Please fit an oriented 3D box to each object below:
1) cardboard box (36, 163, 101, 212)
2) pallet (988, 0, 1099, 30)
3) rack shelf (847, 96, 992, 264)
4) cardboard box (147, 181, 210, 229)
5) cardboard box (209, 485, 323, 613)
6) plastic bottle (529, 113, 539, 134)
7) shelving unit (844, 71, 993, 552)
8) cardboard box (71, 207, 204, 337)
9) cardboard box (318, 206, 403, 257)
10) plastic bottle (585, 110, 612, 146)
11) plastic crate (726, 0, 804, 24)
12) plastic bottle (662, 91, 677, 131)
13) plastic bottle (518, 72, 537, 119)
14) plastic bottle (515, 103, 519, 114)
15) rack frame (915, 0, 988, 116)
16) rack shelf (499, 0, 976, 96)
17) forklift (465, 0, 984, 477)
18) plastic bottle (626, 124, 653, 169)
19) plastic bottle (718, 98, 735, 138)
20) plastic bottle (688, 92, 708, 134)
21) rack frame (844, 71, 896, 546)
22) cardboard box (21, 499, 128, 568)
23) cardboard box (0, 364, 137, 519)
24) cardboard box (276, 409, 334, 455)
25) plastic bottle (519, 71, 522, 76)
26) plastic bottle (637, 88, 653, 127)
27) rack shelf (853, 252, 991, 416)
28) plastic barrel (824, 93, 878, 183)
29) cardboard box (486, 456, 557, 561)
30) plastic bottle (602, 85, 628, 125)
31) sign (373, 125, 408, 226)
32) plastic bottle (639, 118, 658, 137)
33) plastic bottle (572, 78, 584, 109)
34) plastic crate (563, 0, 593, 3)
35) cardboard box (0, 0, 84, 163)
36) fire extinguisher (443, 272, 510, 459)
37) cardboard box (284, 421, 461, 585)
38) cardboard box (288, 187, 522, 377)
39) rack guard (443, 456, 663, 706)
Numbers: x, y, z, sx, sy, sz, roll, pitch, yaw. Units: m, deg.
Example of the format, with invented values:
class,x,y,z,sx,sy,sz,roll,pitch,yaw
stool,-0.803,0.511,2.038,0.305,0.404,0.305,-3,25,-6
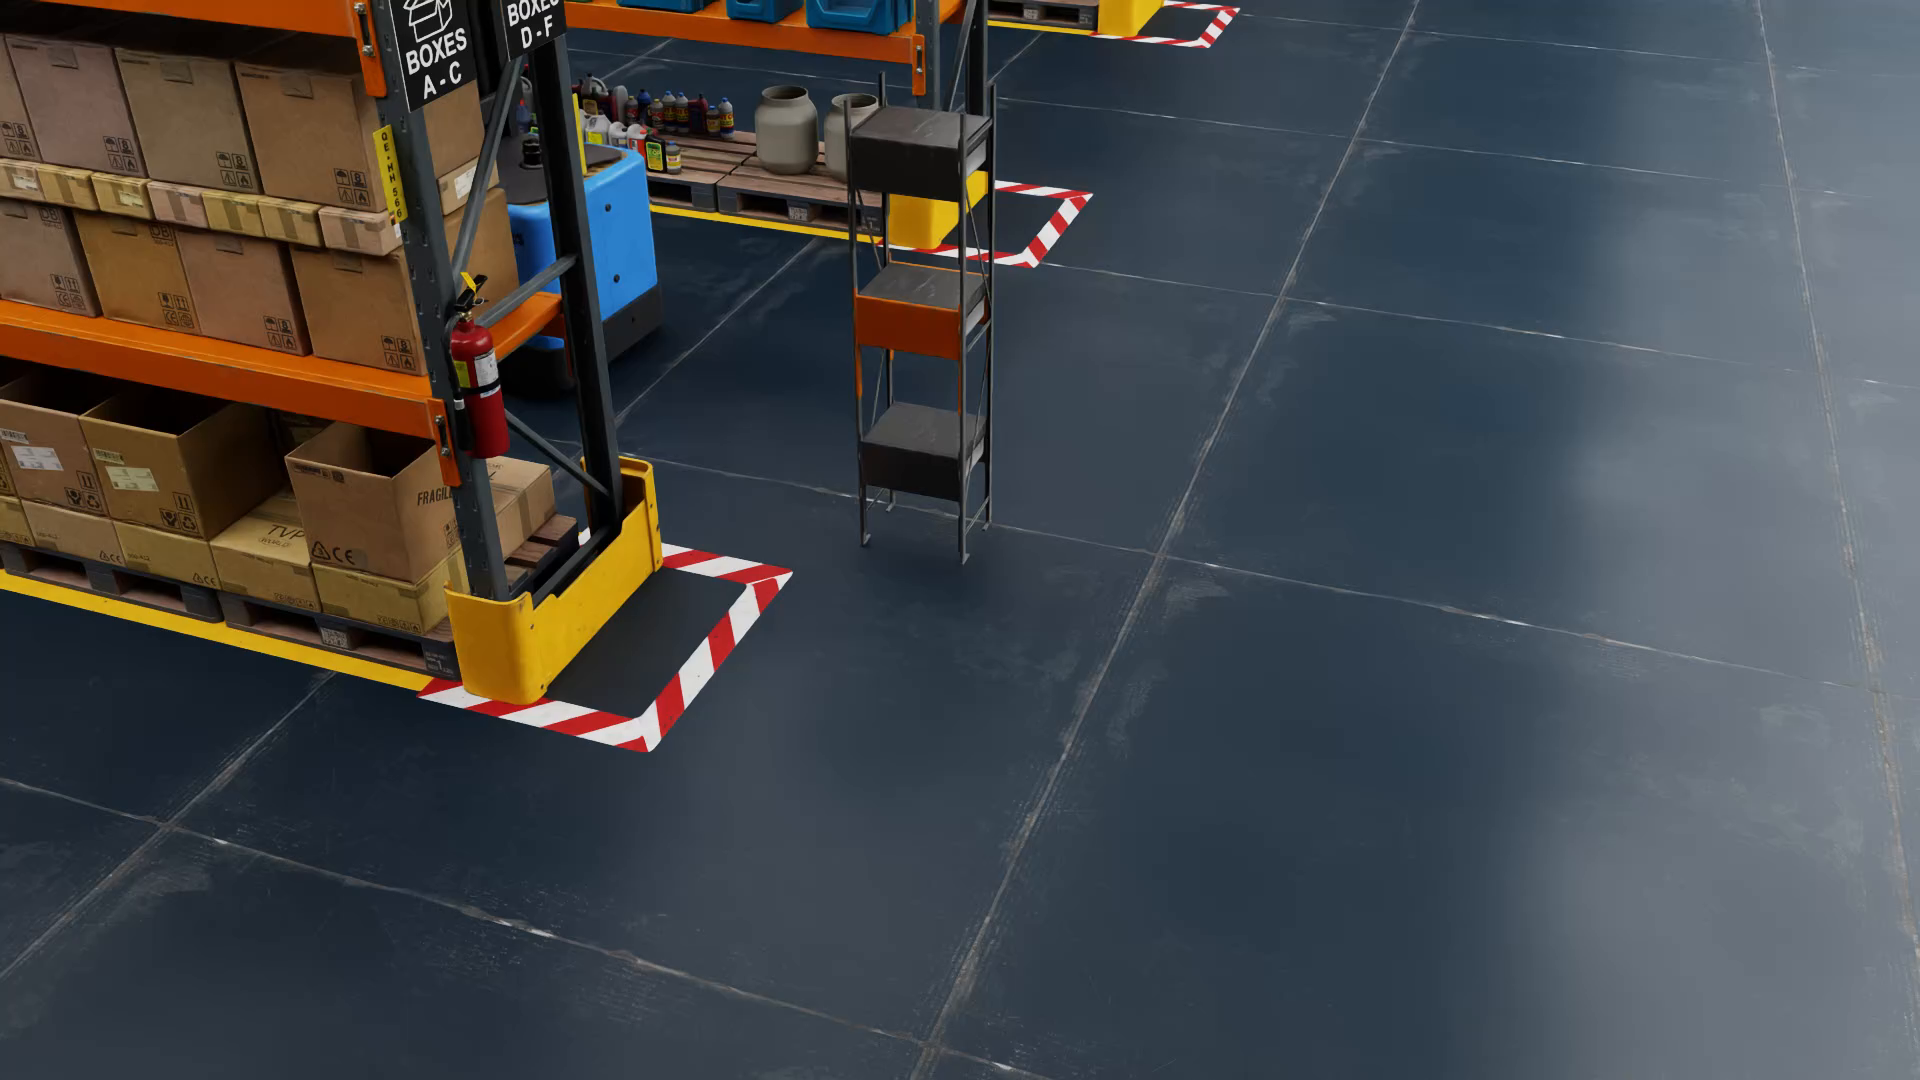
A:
class,x,y,z,sx,sy,sz,roll,pitch,yaw
cardboard box,-3.361,-1.439,6.523,0.250,0.149,0.380,12,35,18
pallet,0.803,-4.982,15.272,1.213,0.211,1.003,11,34,16
rack shelf,-0.156,-1.489,6.855,0.480,0.518,0.431,11,34,16
cardboard box,-2.866,-1.344,6.375,0.250,0.149,0.380,11,35,17
cardboard box,-2.797,0.031,7.085,0.500,0.250,0.500,11,34,16
plastic bottle,-2.870,-2.774,11.380,0.133,0.283,0.061,13,35,19
shelving unit,-0.158,-0.913,7.228,0.499,2.100,0.431,11,34,16
cardboard box,-3.115,-1.237,6.808,0.500,0.500,0.700,11,35,17
cardboard box,-2.142,-1.203,6.157,0.250,0.149,0.380,10,34,16
plastic bottle,-2.436,-2.742,11.268,0.185,0.351,0.144,12,35,18
plastic crate,-1.225,-3.442,10.453,0.408,0.251,0.499,11,34,16
plastic bottle,-2.062,-3.054,11.825,0.097,0.271,0.097,0,33,0
plastic bottle,-3.154,-3.204,11.983,0.185,0.351,0.144,11,34,16
plastic bottle,-3.140,-2.962,11.609,0.185,0.351,0.144,11,34,16
rack frame,-0.043,-3.444,10.319,0.127,3.000,1.000,11,34,16
rack shelf,-1.926,-3.508,11.081,4.000,0.370,1.077,11,34,16
forklift,-2.217,-2.136,8.357,5.548,2.935,1.623,14,35,20
plastic bottle,-2.148,-2.657,11.205,0.135,0.276,0.152,11,35,17
plastic bottle,-1.645,-2.973,11.700,0.097,0.271,0.097,0,33,0
plastic bottle,-1.852,-3.029,11.775,0.133,0.283,0.061,12,35,17
rack frame,-0.386,-0.957,7.297,0.015,2.100,0.400,11,34,16
cardboard box,-3.739,-0.152,7.368,0.500,0.250,0.500,11,34,16
cardboard box,-3.740,-0.466,7.162,0.500,0.500,0.500,11,34,16
cardboard box,-2.619,-0.554,7.299,0.500,0.500,0.500,11,34,16
plastic bottle,-3.245,-3.300,12.194,0.133,0.283,0.061,13,35,19
plastic bottle,-2.253,-3.092,11.883,0.097,0.271,0.097,0,33,0
rack shelf,-0.156,-0.901,7.235,0.480,0.518,0.431,11,34,16
plastic barrel,-0.689,-2.657,11.006,0.421,0.512,0.421,0,33,0
cardboard box,-2.148,-0.148,7.362,0.500,0.250,0.500,11,34,16
plastic bottle,-2.469,-3.120,11.922,0.135,0.276,0.152,12,35,17
sign,-1.914,-1.227,5.599,0.005,0.325,0.100,11,34,16
plastic bottle,-2.113,-2.714,11.287,0.133,0.283,0.061,11,34,16
plastic bottle,-2.757,-3.205,12.048,0.133,0.283,0.061,13,35,20
plastic crate,-2.626,-3.694,10.902,0.662,0.188,0.450,11,34,16
cardboard box,-3.646,-1.881,6.610,0.500,0.500,0.700,11,34,17
fire extinguisher,-1.763,-0.624,6.022,0.183,0.674,0.296,11,34,16
cardboard box,-2.323,-0.198,6.748,0.500,0.500,0.500,11,34,16
cardboard box,-2.153,-1.049,6.518,0.500,0.500,0.700,11,34,16
rack guard,-1.695,0.139,7.074,0.348,0.500,1.175,11,34,16
